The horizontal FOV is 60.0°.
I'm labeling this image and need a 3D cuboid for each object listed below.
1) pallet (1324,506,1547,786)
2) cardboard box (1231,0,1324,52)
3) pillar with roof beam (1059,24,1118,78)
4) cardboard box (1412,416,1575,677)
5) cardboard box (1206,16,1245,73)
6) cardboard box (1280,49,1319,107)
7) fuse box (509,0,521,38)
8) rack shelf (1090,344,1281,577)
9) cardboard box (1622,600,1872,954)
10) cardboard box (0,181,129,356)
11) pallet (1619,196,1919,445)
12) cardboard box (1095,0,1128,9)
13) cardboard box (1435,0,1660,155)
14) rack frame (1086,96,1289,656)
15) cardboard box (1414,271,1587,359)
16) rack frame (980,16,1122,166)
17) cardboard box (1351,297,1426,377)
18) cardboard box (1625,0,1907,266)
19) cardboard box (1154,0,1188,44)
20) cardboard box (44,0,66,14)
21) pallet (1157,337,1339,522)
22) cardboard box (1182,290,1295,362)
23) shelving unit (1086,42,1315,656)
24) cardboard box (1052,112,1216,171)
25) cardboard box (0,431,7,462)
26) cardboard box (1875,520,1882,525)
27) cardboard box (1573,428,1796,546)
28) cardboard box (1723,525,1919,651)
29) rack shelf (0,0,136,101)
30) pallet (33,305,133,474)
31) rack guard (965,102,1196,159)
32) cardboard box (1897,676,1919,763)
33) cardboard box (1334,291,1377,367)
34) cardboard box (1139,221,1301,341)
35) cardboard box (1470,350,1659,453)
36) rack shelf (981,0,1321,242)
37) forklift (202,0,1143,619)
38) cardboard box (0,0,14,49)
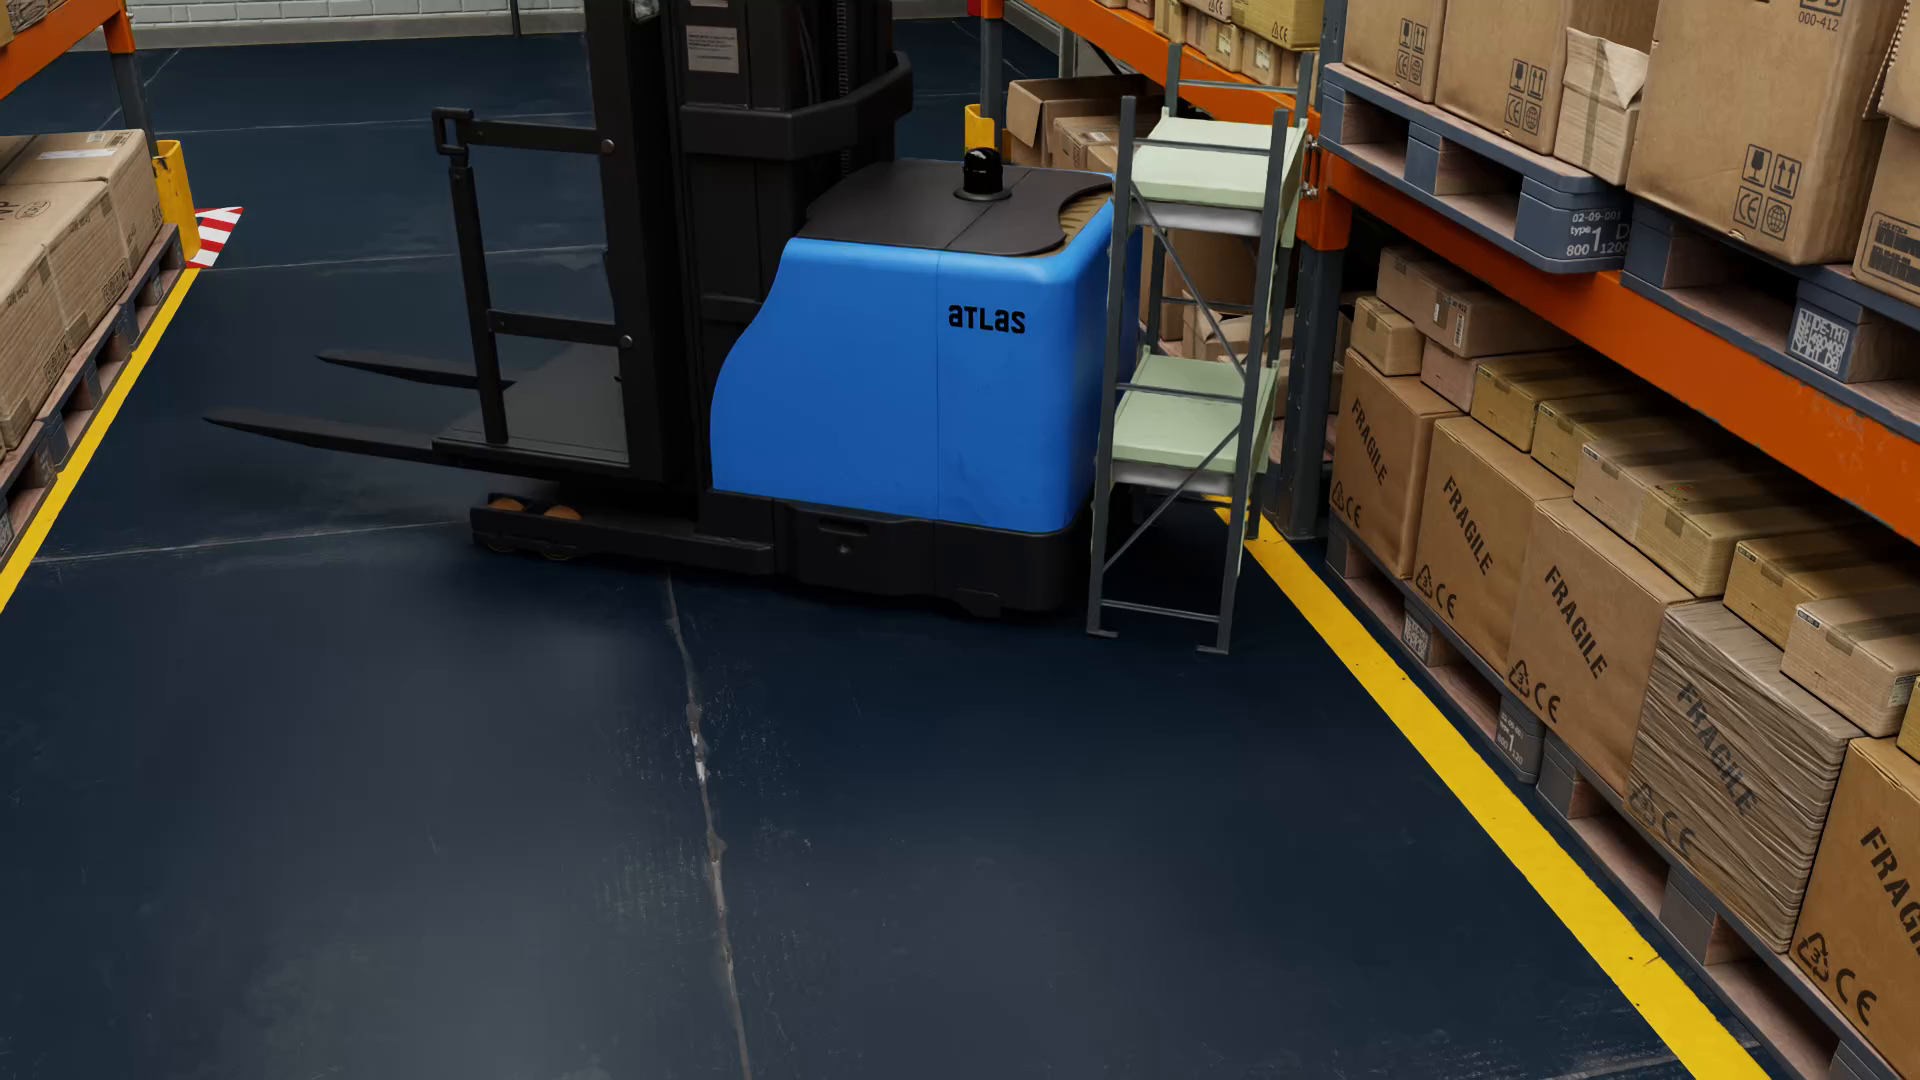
[{"bbox_3d":[1.727,0.194,4.632,1.003,0.211,1.213,-6,27,-12],"label":"pallet"},{"bbox_3d":[1.154,-1.669,5.064,0.500,0.250,0.500,-5,27,-10],"label":"cardboard box"},{"bbox_3d":[-3.319,-6.677,8.491,9.100,9.000,0.400,-6,27,-12],"label":"pillar with roof beam"},{"bbox_3d":[1.526,-0.008,4.245,0.500,0.500,0.500,-6,27,-12],"label":"cardboard box"},{"bbox_3d":[1.027,-1.630,5.430,0.380,0.149,0.250,-5,27,-10],"label":"cardboard box"},{"bbox_3d":[1.189,-1.407,4.987,0.380,0.149,0.250,-6,27,-11],"label":"cardboard box"},{"bbox_3d":[-3.444,-4.702,12.667,0.539,1.711,0.414,-6,27,-12],"label":"fuse box"},{"bbox_3d":[0.659,-0.247,4.787,0.431,0.370,0.720,8,28,13],"label":"rack shelf"},{"bbox_3d":[1.745,0.440,3.358,0.500,0.500,0.500,-7,28,-13],"label":"cardboard box"},{"bbox_3d":[-3.769,-1.018,6.315,0.875,0.438,0.875,-5,27,-10],"label":"cardboard box"},{"bbox_3d":[1.965,-0.416,2.958,1.003,0.211,1.213,-6,27,-12],"label":"pallet"},{"bbox_3d":[0.733,-2.192,6.543,0.380,0.149,0.250,-5,27,-10],"label":"cardboard box"},{"bbox_3d":[1.514,-1.174,3.670,0.700,0.500,0.500,-6,27,-11],"label":"cardboard box"},{"bbox_3d":[0.569,-0.378,4.323,0.400,1.500,0.023,8,28,13],"label":"rack frame"},{"bbox_3d":[1.433,-0.605,4.377,0.380,0.149,0.250,-7,28,-14],"label":"cardboard box"},{"bbox_3d":[0.605,-3.161,8.183,1.000,3.000,0.127,-6,27,-12],"label":"rack frame"},{"bbox_3d":[1.328,-0.581,4.661,0.380,0.149,0.250,-5,27,-9],"label":"cardboard box"},{"bbox_3d":[1.691,-0.830,2.988,0.700,0.500,0.500,-6,27,-12],"label":"cardboard box"},{"bbox_3d":[0.909,-1.858,5.880,0.380,0.149,0.250,-6,27,-12],"label":"cardboard box"},{"bbox_3d":[-3.765,-2.293,6.353,0.500,0.500,0.500,-7,28,-13],"label":"cardboard box"},{"bbox_3d":[1.353,-0.461,5.930,1.003,0.211,1.213,-6,27,-12],"label":"pallet"},{"bbox_3d":[1.014,-0.743,5.961,0.396,0.266,0.258,-5,27,-10],"label":"cardboard box"},{"bbox_3d":[0.666,-0.537,4.638,0.431,1.500,0.755,8,28,13],"label":"shelving unit"},{"bbox_3d":[0.805,-1.575,7.349,0.700,0.500,0.500,-5,27,-9],"label":"cardboard box"},{"bbox_3d":[-3.366,-0.229,4.752,0.875,0.438,0.875,-6,27,-12],"label":"cardboard box"},{"bbox_3d":[2.204,-0.069,3.647,0.380,0.149,0.250,-6,27,-11],"label":"cardboard box"},{"bbox_3d":[1.630,-0.123,3.754,0.380,0.149,0.250,-6,27,-12],"label":"cardboard box"},{"bbox_3d":[1.773,0.101,3.309,0.380,0.149,0.250,-6,27,-11],"label":"cardboard box"},{"bbox_3d":[-3.779,-1.456,5.603,1.077,0.370,4.000,-6,27,-12],"label":"rack shelf"},{"bbox_3d":[-3.702,-0.532,6.071,1.003,0.211,1.213,-6,27,-12],"label":"pallet"},{"bbox_3d":[0.622,-2.011,8.680,1.175,0.500,0.348,-6,27,-12],"label":"rack guard"},{"bbox_3d":[1.870,0.333,2.850,0.380,0.149,0.250,-6,27,-12],"label":"cardboard box"},{"bbox_3d":[1.588,-0.706,5.837,0.500,0.311,0.500,-5,27,-10],"label":"cardboard box"},{"bbox_3d":[1.039,-1.119,6.446,0.700,0.500,0.500,-7,28,-14],"label":"cardboard box"},{"bbox_3d":[1.535,-0.356,4.214,0.380,0.149,0.250,-7,28,-14],"label":"cardboard box"},{"bbox_3d":[1.056,-1.961,6.605,1.077,0.370,4.000,-6,27,-12],"label":"rack shelf"},{"bbox_3d":[-0.999,-1.460,4.890,3.031,2.935,1.130,8,28,16],"label":"forklift"},{"bbox_3d":[-3.511,-1.843,5.461,0.500,0.500,0.500,-5,27,-10],"label":"cardboard box"}]
